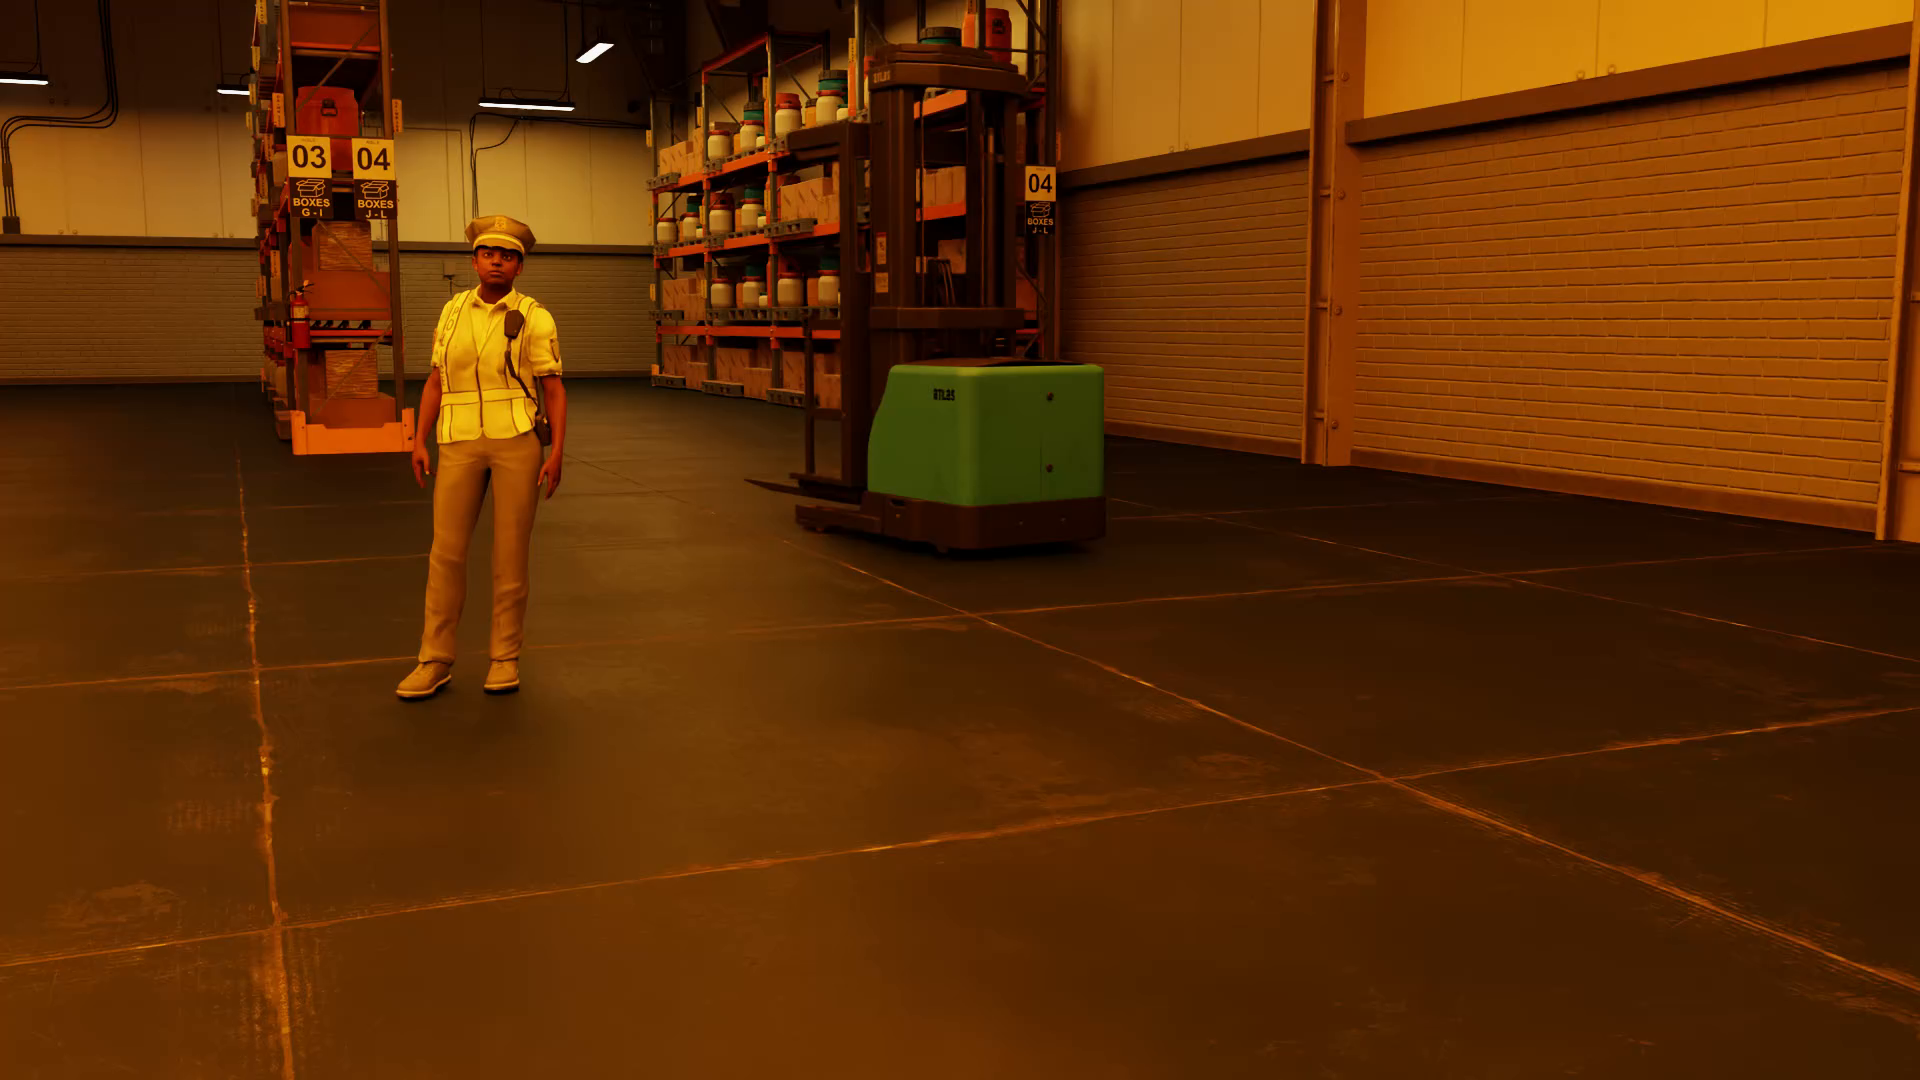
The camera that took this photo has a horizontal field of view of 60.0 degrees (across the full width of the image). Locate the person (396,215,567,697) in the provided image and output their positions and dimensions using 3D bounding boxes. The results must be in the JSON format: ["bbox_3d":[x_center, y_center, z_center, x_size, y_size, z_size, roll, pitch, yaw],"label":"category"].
[{"bbox_3d":[-1.716,-0.312,5.981,0.569,1.695,0.530,0,8,-1],"label":"person"}]

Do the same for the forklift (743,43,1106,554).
[{"bbox_3d":[-0.396,-1.526,10.514,1.130,2.935,3.031,-5,9,-34],"label":"forklift"}]
